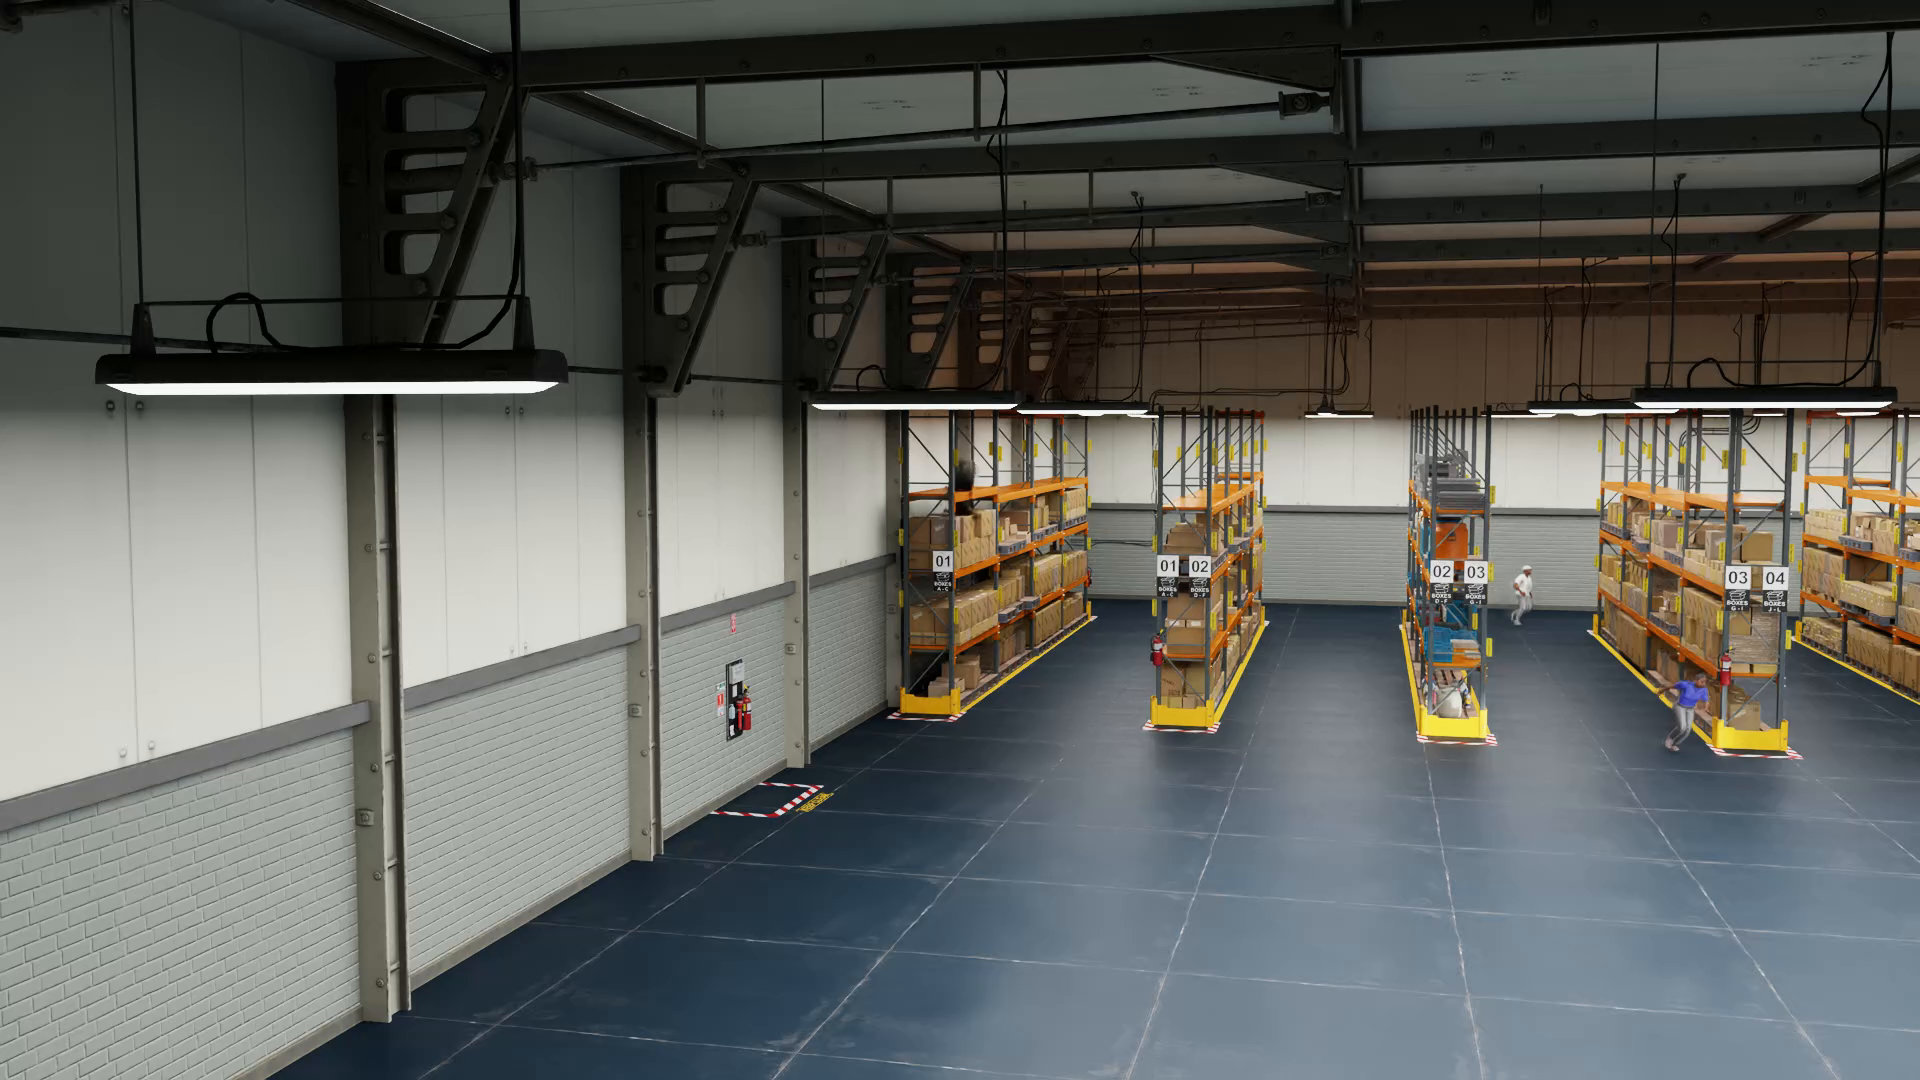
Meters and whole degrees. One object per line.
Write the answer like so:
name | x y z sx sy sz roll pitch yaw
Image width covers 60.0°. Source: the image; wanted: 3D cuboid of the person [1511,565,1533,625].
person | 15.827 1.543 46.748 0.788 1.661 0.549 -4 6 -43

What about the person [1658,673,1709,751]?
person | 12.475 2.953 28.525 0.585 1.433 0.972 -1 4 -7
